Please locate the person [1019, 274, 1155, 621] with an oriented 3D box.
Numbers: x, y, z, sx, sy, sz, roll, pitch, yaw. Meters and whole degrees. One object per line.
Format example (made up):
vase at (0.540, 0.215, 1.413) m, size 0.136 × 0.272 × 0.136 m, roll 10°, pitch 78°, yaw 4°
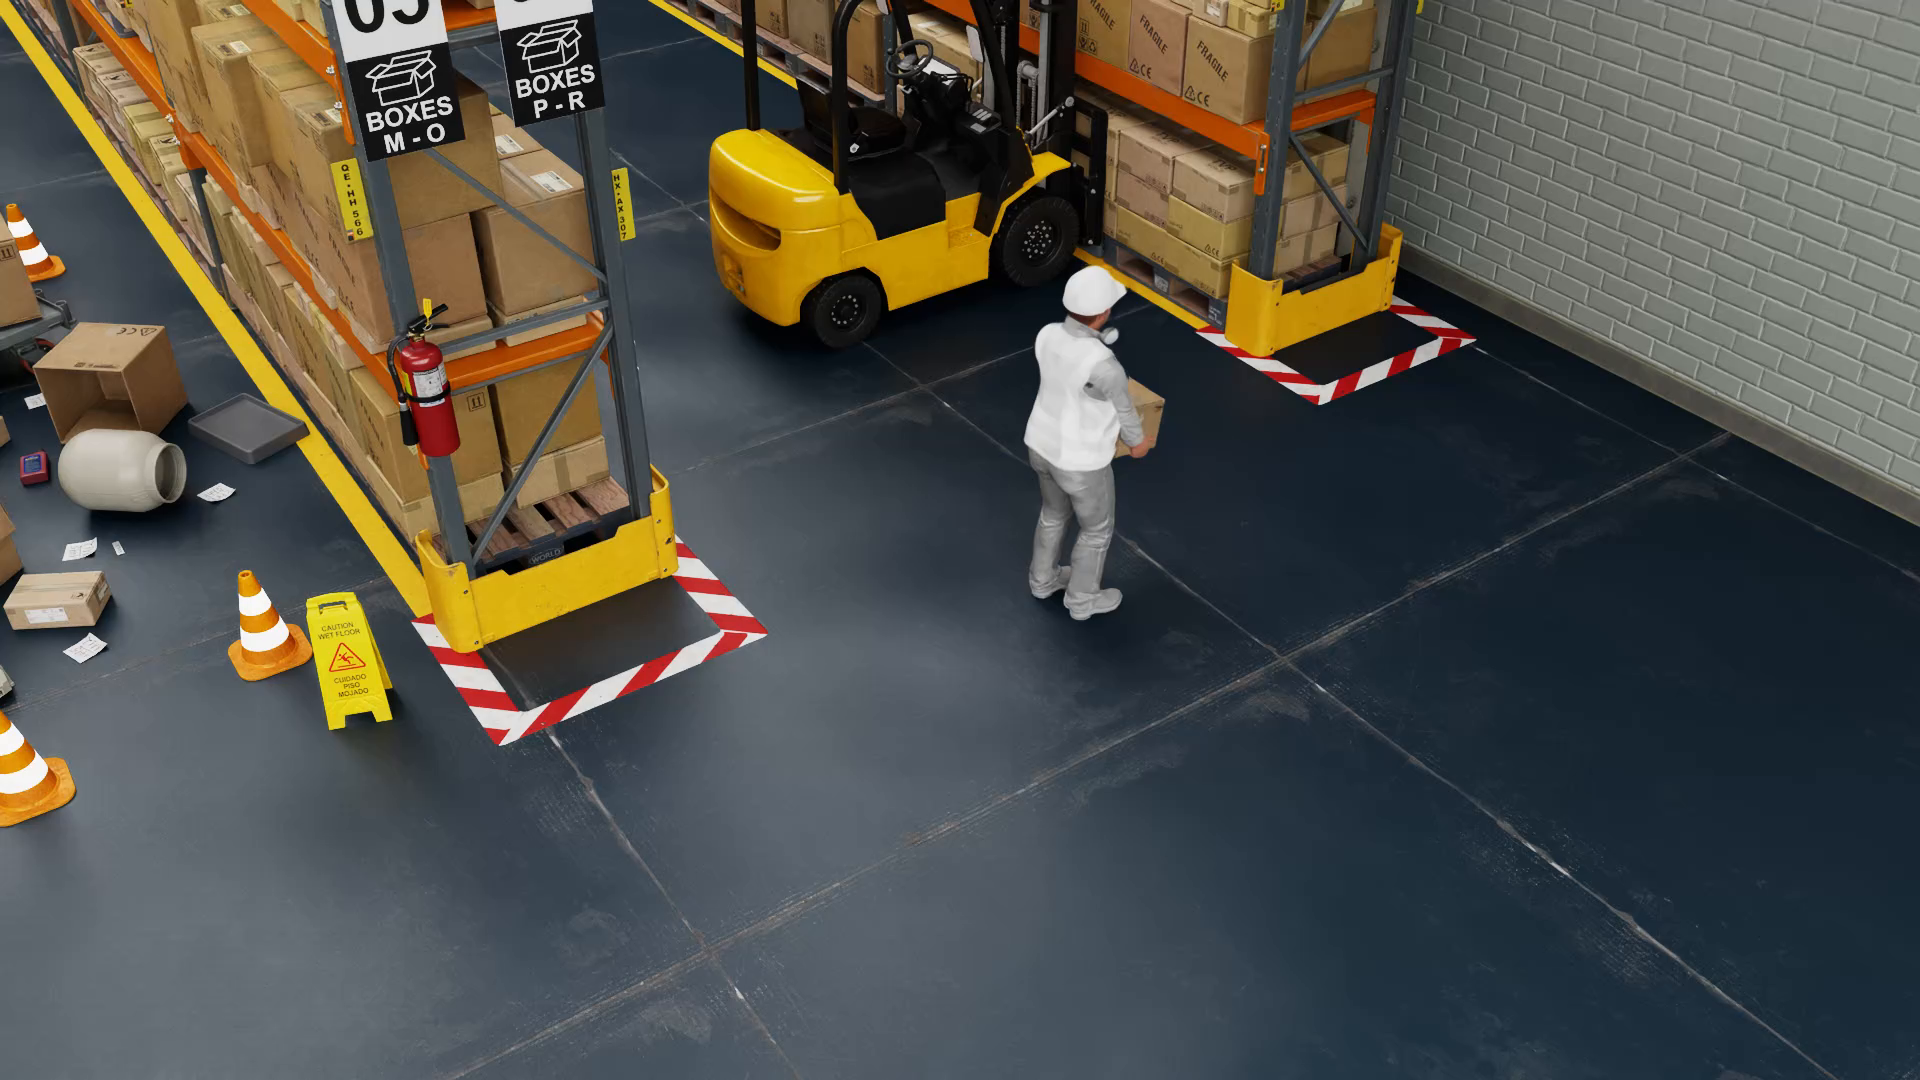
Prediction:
person at (0.574, -0.449, 7.604) m, size 0.562 × 1.762 × 0.494 m, roll -22°, pitch 41°, yaw -27°
